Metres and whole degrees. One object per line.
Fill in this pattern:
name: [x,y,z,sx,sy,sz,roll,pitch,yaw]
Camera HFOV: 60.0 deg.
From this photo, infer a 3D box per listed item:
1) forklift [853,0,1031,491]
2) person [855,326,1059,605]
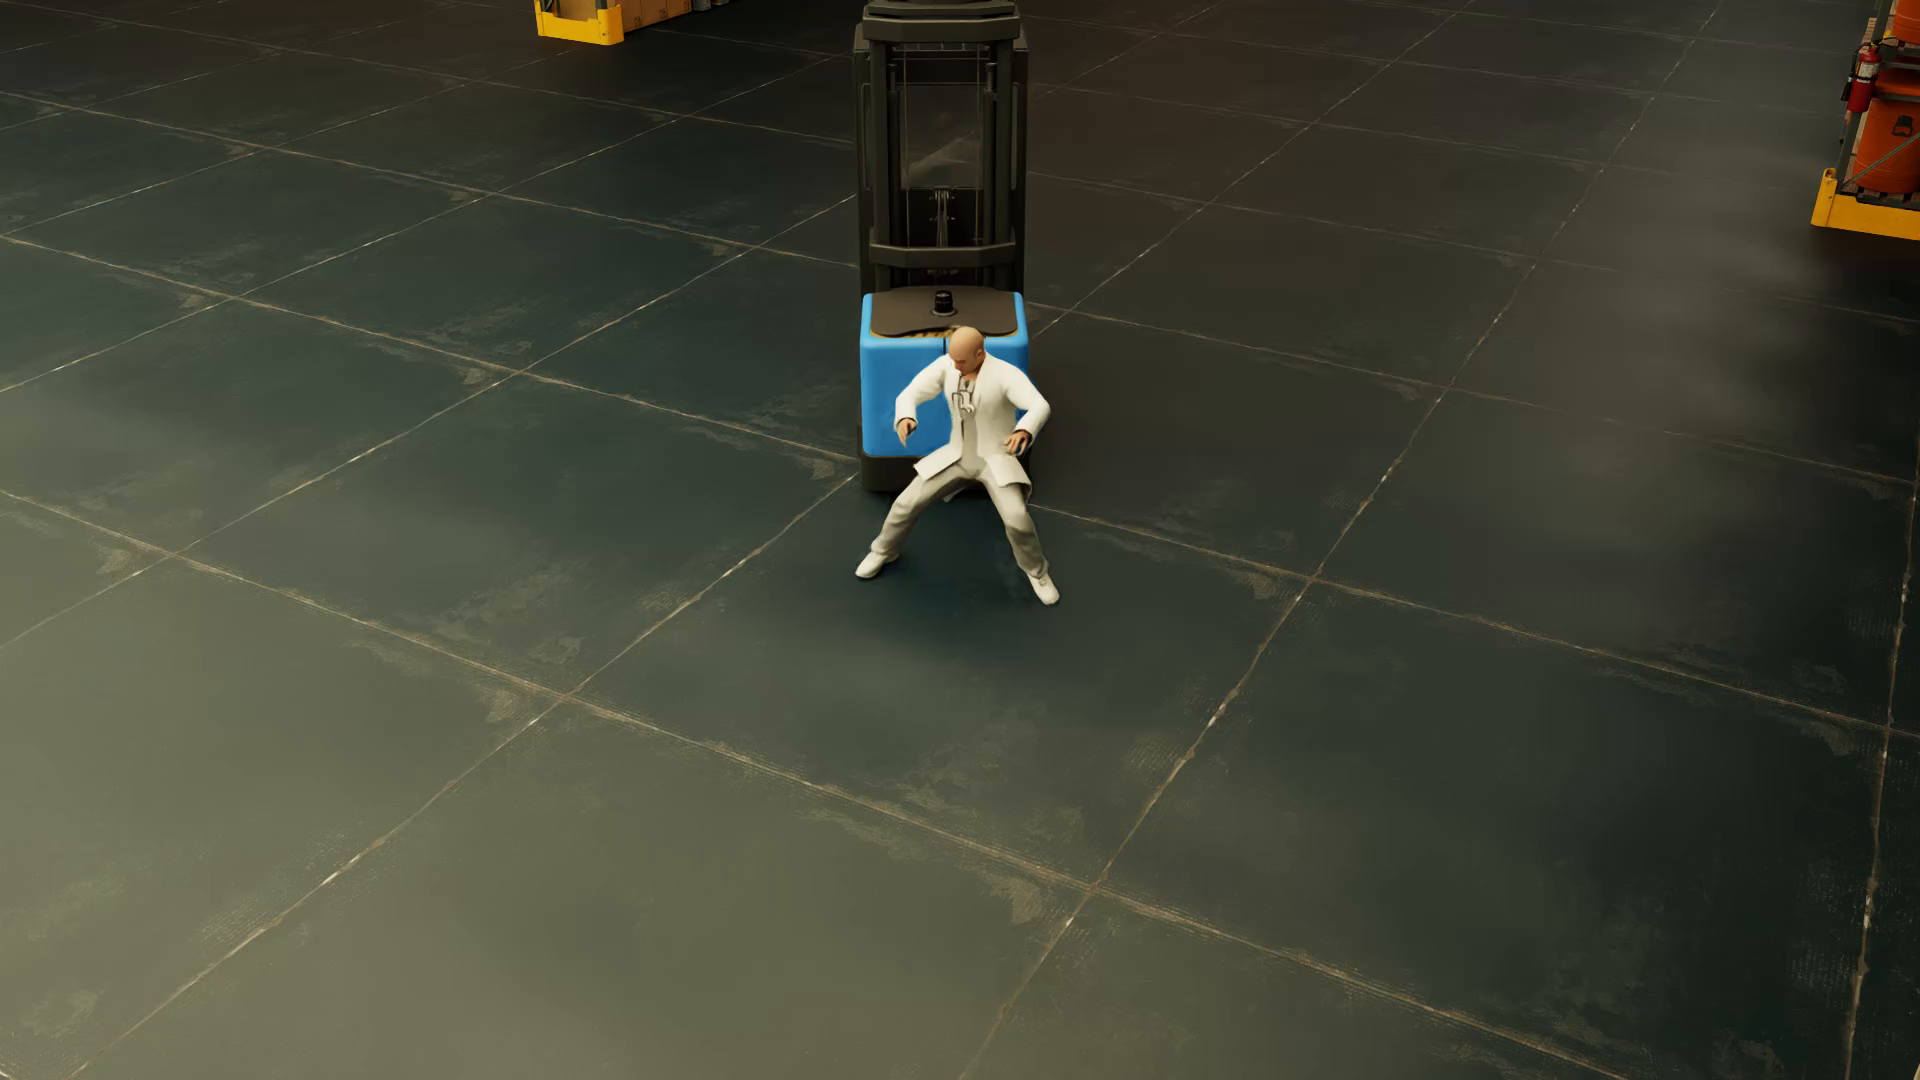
forklift: [-0.126,-2.273,11.010,1.130,2.935,3.031,-1,30,-1]
person: [0.030,-0.423,9.199,1.162,1.535,0.740,18,34,28]
